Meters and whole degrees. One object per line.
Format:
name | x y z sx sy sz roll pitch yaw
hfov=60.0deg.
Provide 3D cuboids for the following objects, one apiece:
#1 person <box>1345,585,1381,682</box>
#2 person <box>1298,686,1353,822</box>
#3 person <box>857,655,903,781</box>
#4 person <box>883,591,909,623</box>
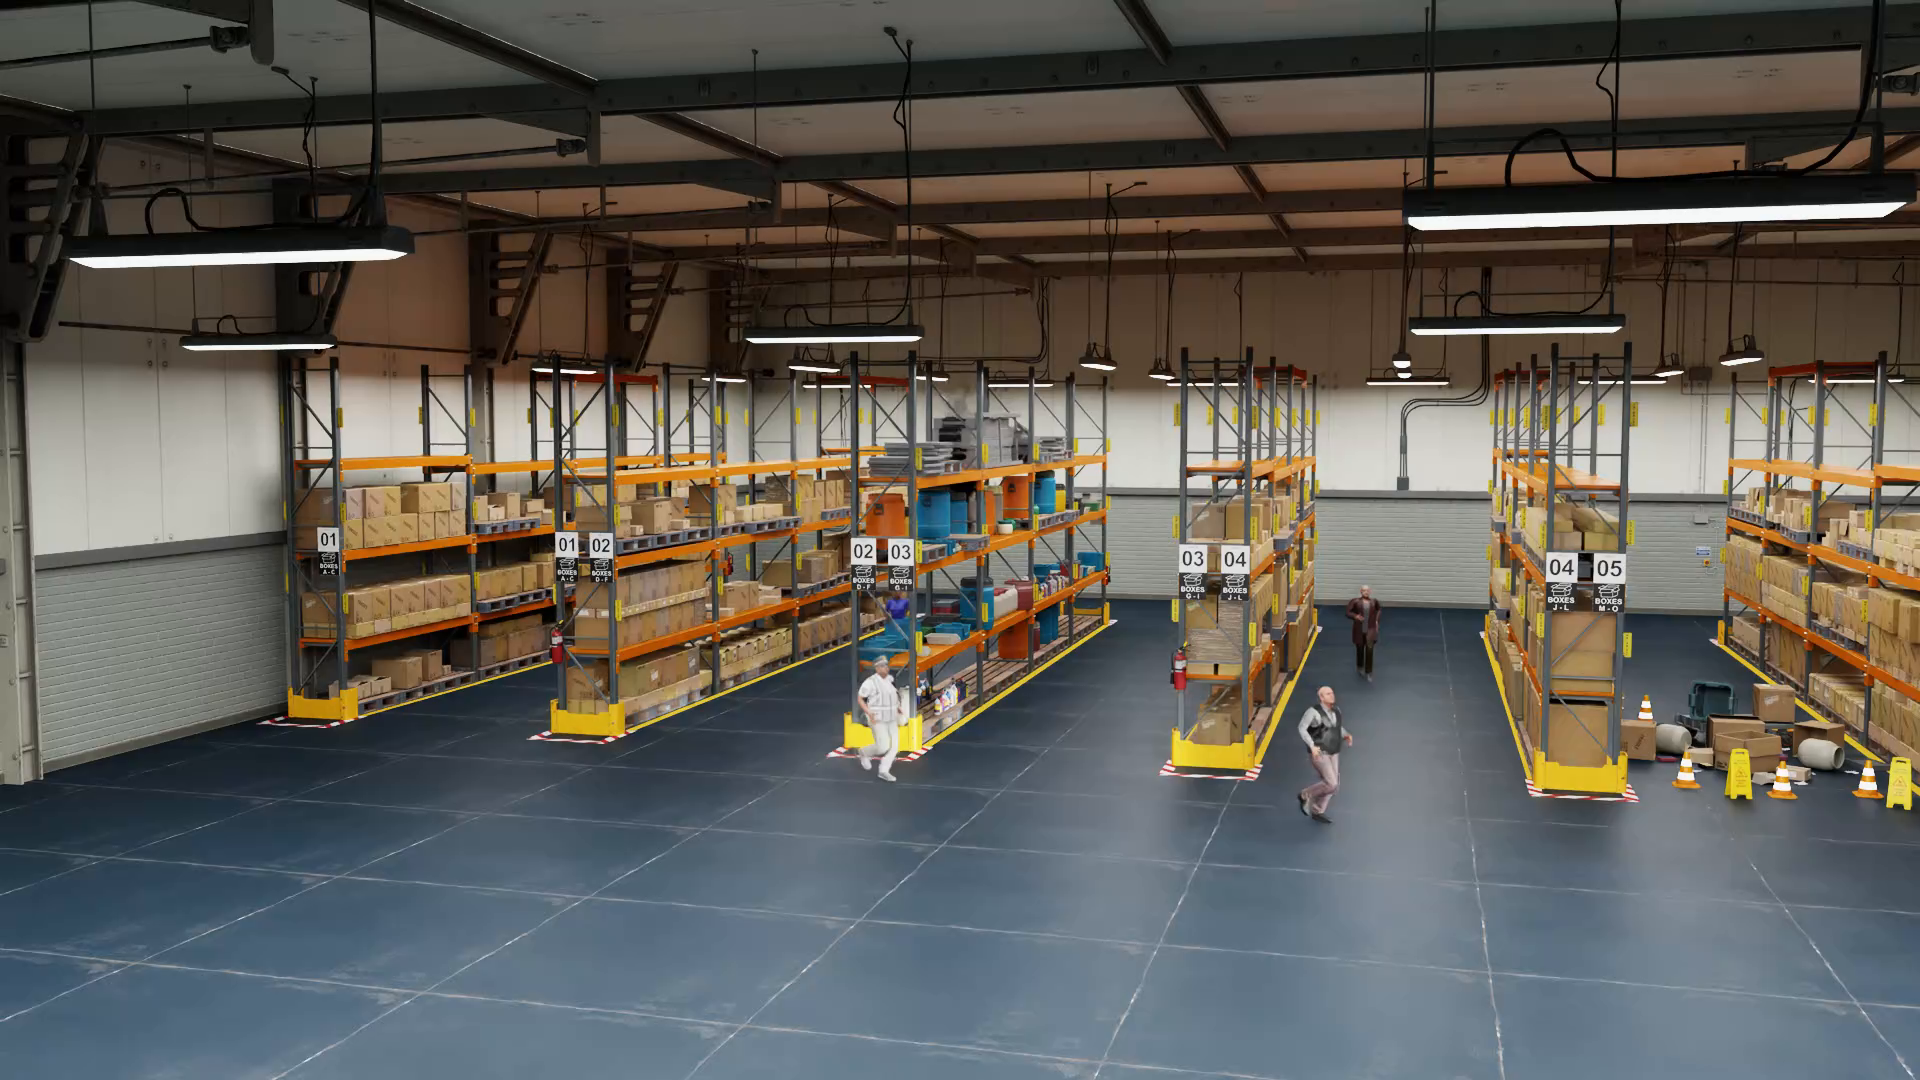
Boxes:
person | 7.743 1.773 31.948 0.690 1.832 0.892 1 4 10
person | 4.547 2.652 20.597 0.650 1.692 0.605 -3 5 -37
person | -1.101 2.449 23.046 0.675 1.742 0.606 -4 6 -43
person | -1.269 1.742 33.475 0.576 1.611 0.560 0 4 5
